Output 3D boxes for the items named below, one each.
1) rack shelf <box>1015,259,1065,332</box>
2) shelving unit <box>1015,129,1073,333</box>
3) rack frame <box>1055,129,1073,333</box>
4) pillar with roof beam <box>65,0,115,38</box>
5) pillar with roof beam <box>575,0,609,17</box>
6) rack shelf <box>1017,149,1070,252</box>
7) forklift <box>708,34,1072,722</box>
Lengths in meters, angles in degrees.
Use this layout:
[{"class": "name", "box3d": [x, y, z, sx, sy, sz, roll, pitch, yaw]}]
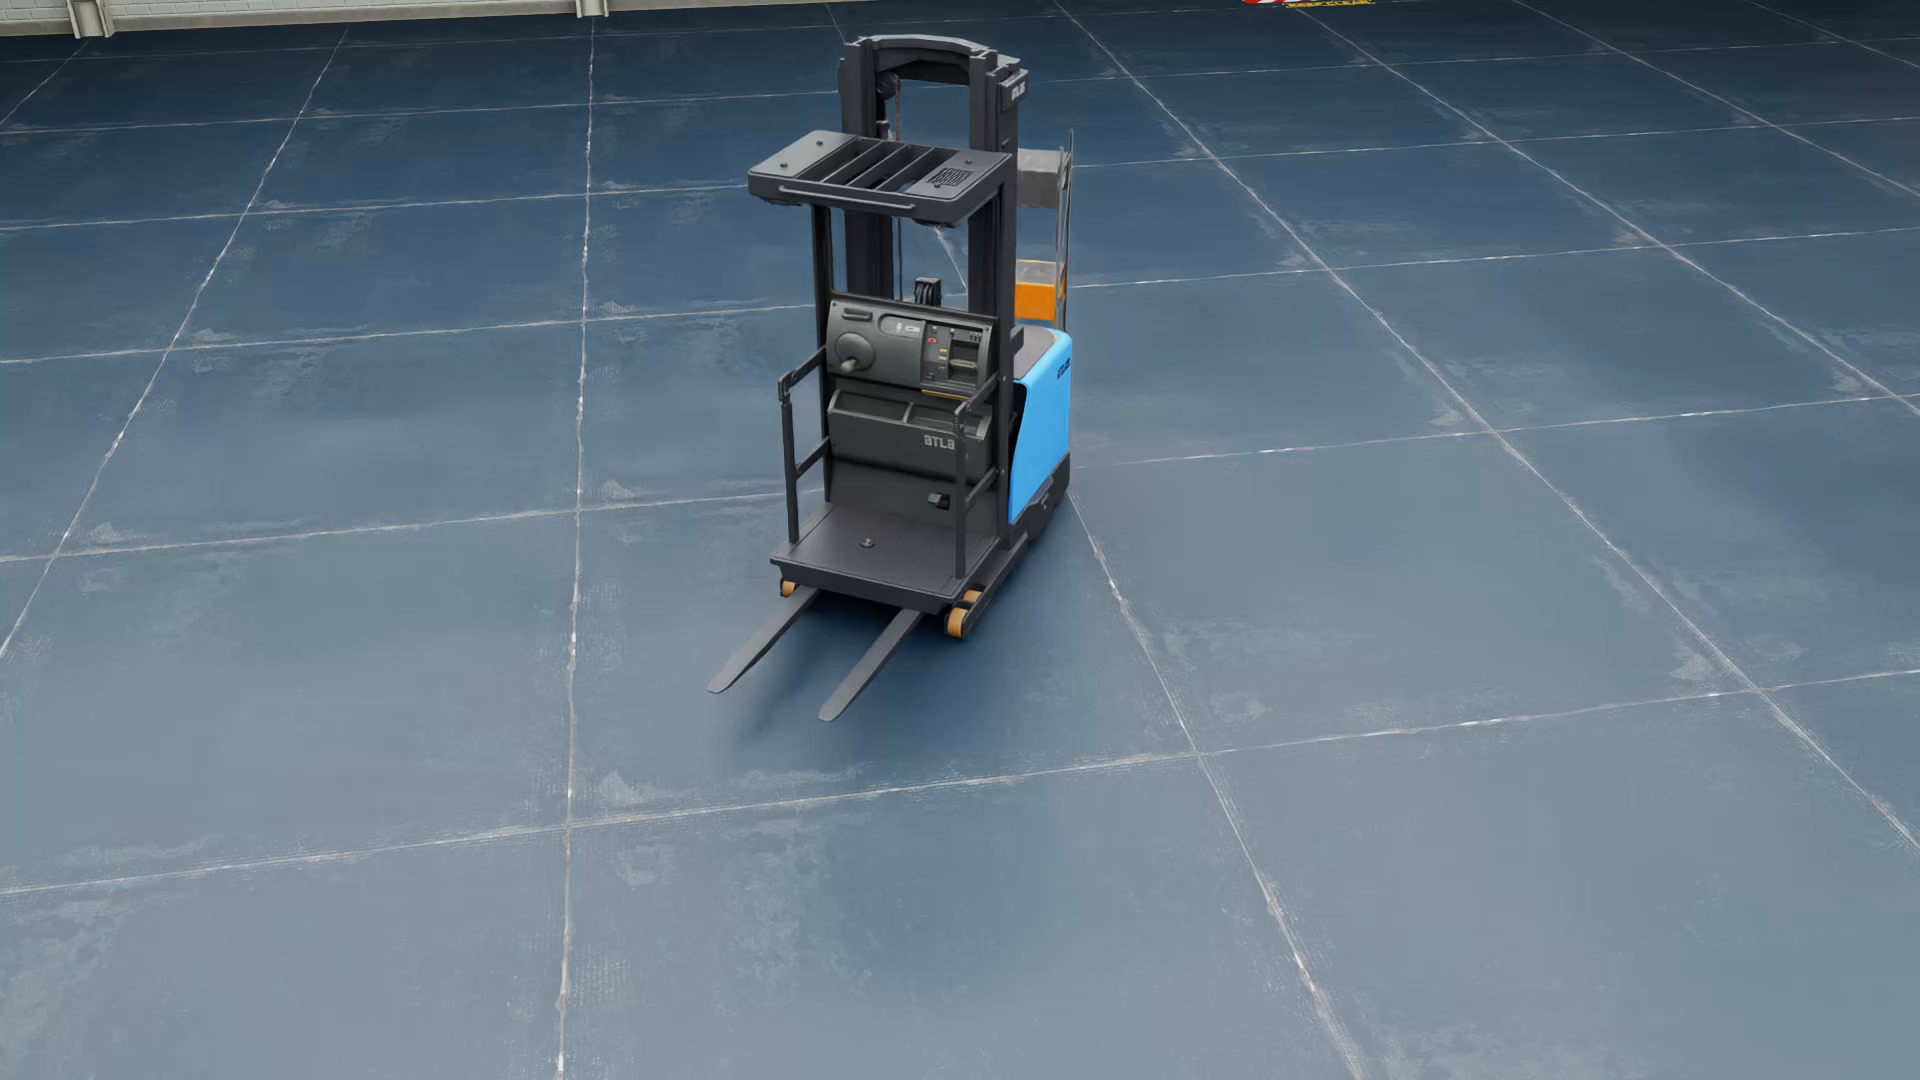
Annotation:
[{"class": "rack shelf", "box3d": [0.383, -1.447, 10.275, 0.480, 0.518, 0.431, 6, 30, 11]}, {"class": "shelving unit", "box3d": [0.383, -1.459, 10.268, 0.503, 2.100, 0.431, 6, 30, 11]}, {"class": "rack frame", "box3d": [0.621, -1.433, 10.224, 0.015, 2.100, 0.400, 6, 30, 11]}, {"class": "pillar with roof beam", "box3d": [-9.837, -7.937, 14.484, 0.400, 9.000, 9.100, -5, 31, -9]}, {"class": "pillar with roof beam", "box3d": [-3.935, -8.484, 15.416, 0.400, 9.000, 9.100, -5, 31, -9]}, {"class": "rack shelf", "box3d": [0.384, -2.055, 9.927, 0.480, 0.518, 0.431, 6, 30, 11]}, {"class": "forklift", "box3d": [-0.354, -0.977, 8.634, 1.130, 2.935, 3.031, 12, 32, 19]}]
